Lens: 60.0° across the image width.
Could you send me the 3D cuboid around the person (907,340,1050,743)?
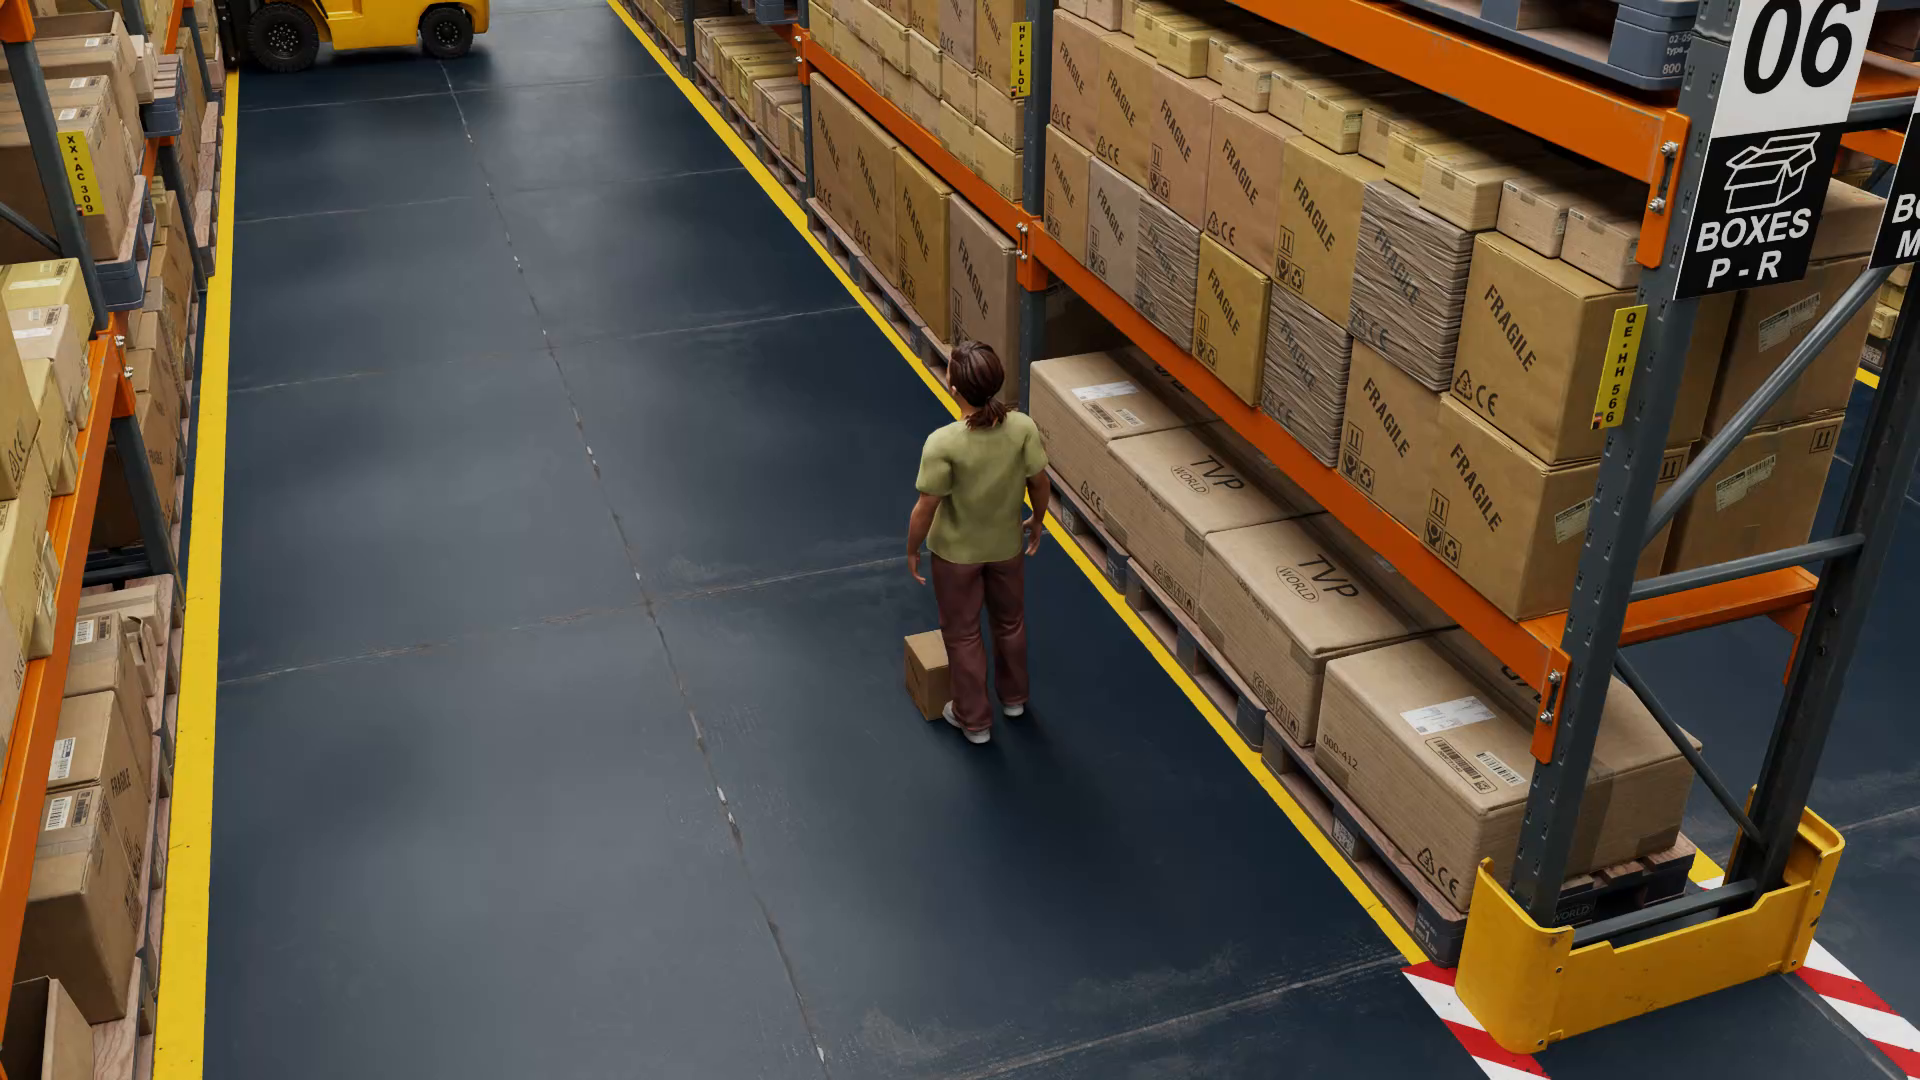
[{"bbox_3d":[0.044,0.001,6.111,0.554,1.677,0.549,-11,32,-18],"label":"person"}]
